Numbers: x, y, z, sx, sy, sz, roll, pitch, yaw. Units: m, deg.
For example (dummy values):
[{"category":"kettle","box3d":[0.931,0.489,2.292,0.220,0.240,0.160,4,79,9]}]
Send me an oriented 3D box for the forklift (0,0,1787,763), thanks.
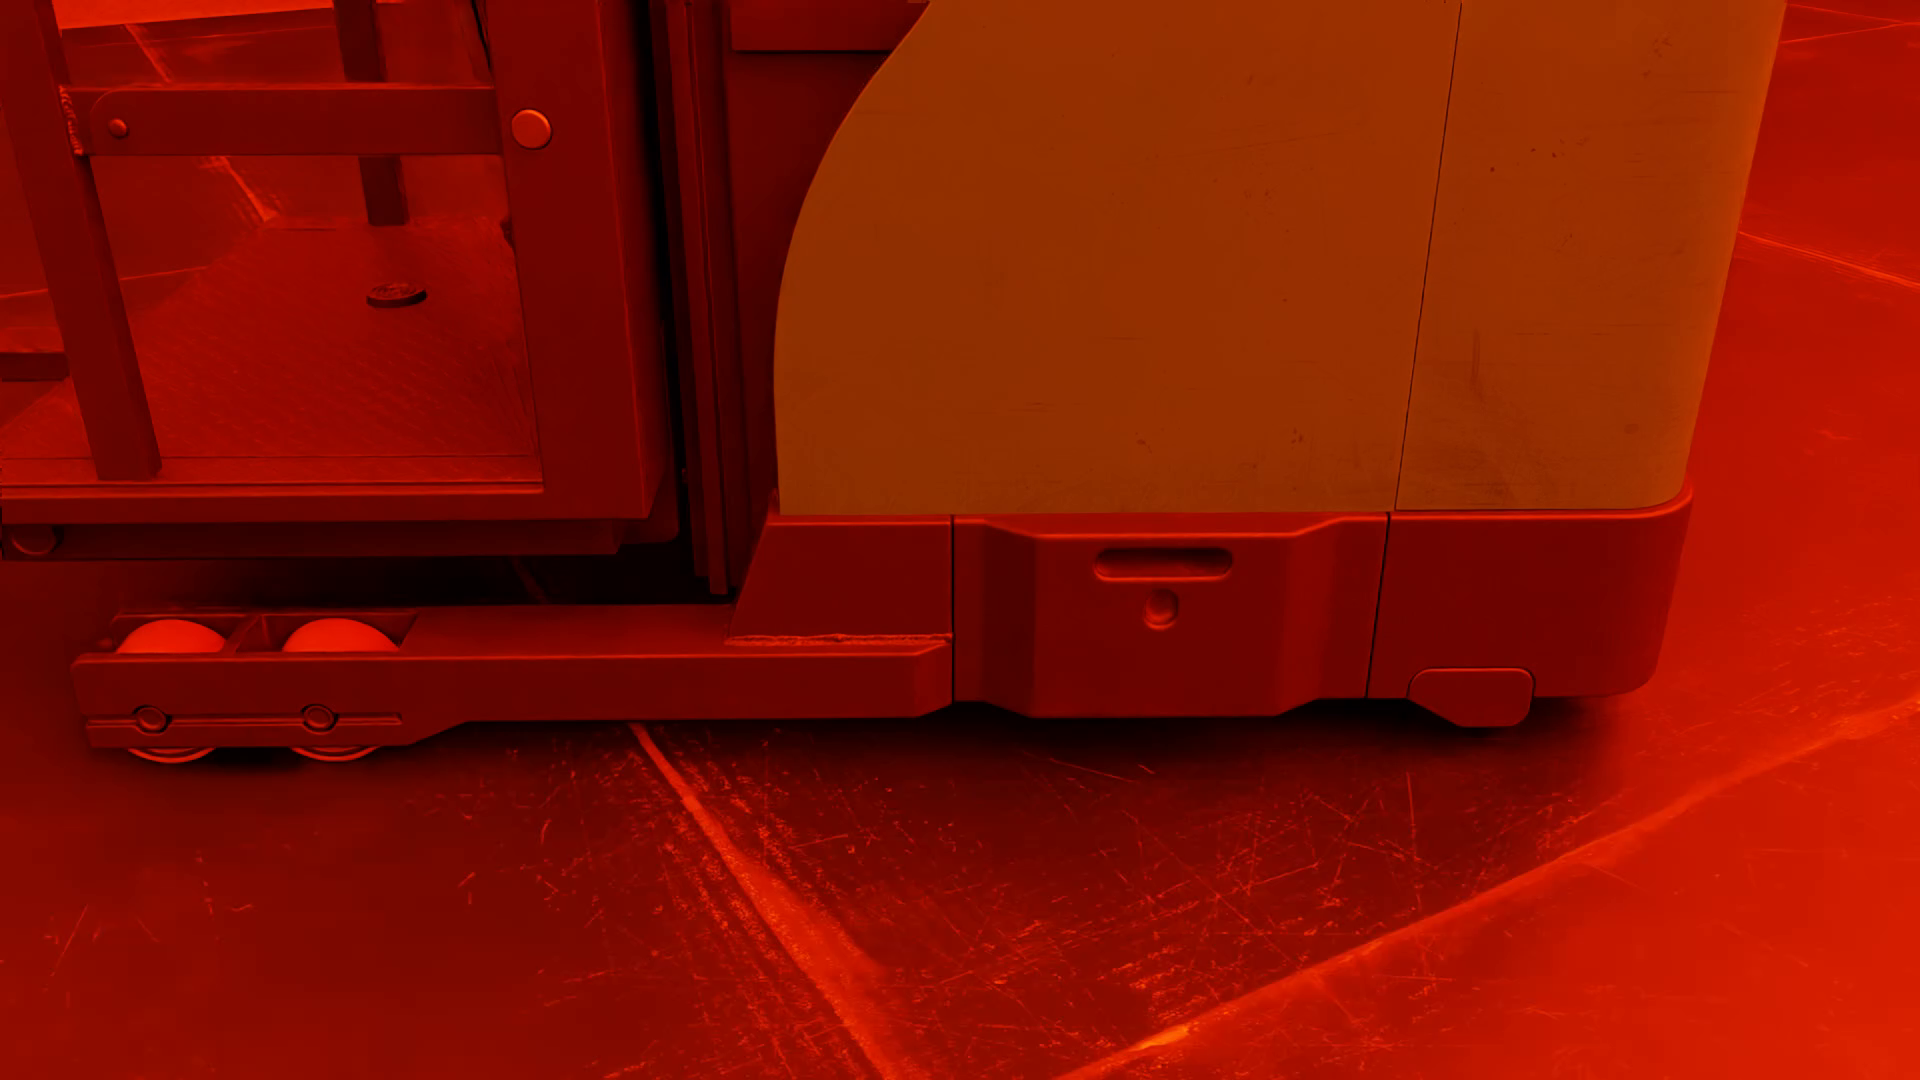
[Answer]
[{"category":"forklift","box3d":[-0.663,-1.284,1.791,3.031,2.935,1.130,0,27,-1]}]
